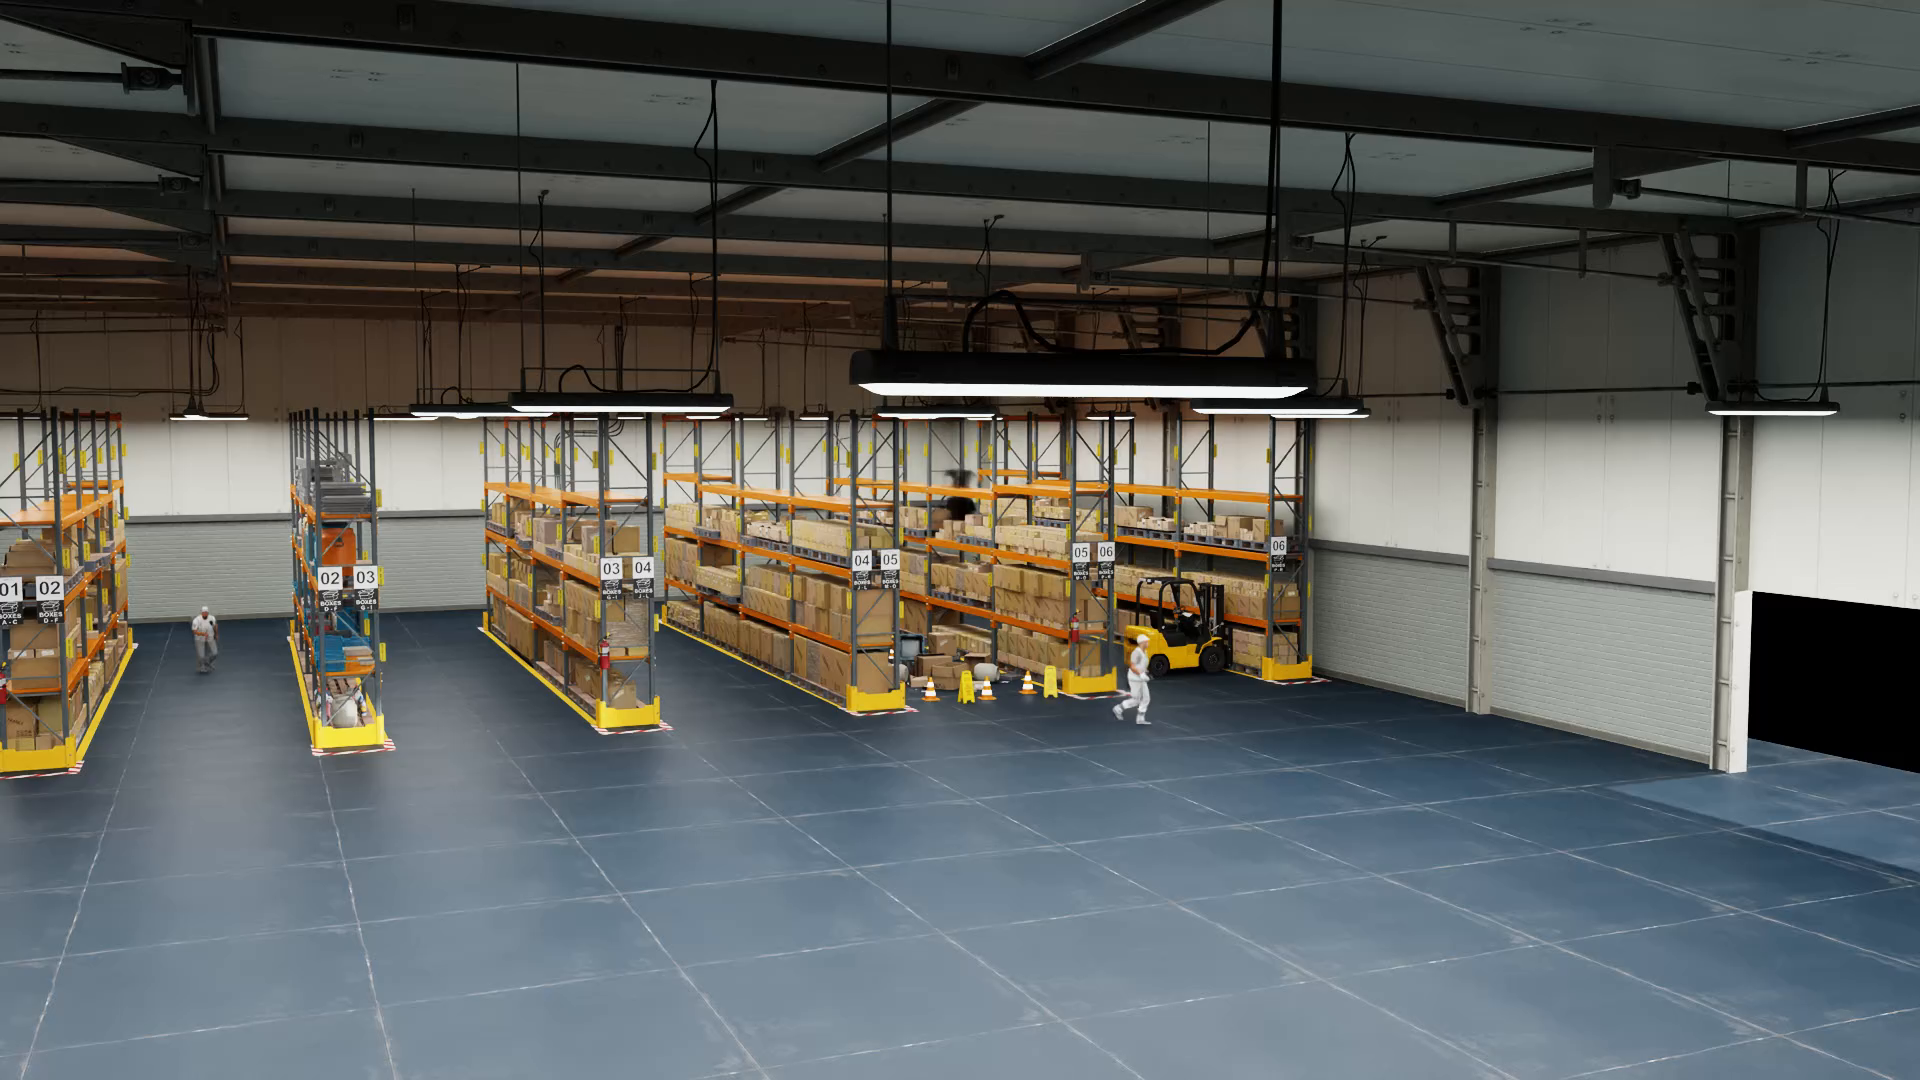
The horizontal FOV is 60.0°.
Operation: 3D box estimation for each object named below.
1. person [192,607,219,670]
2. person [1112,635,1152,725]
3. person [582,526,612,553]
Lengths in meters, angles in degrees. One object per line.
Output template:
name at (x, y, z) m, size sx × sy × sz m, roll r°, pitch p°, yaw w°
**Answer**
person at (-17.248, 2.260, 38.028) m, size 0.603 × 1.504 × 0.755 m, roll -3°, pitch 5°, yaw -38°
person at (3.281, 2.649, 31.590) m, size 0.774 × 1.736 × 0.660 m, roll 2°, pitch 4°, yaw 25°
person at (-4.013, 1.015, 40.917) m, size 5.585 × 3.700 × 17.392 m, roll 3°, pitch 5°, yaw 37°
